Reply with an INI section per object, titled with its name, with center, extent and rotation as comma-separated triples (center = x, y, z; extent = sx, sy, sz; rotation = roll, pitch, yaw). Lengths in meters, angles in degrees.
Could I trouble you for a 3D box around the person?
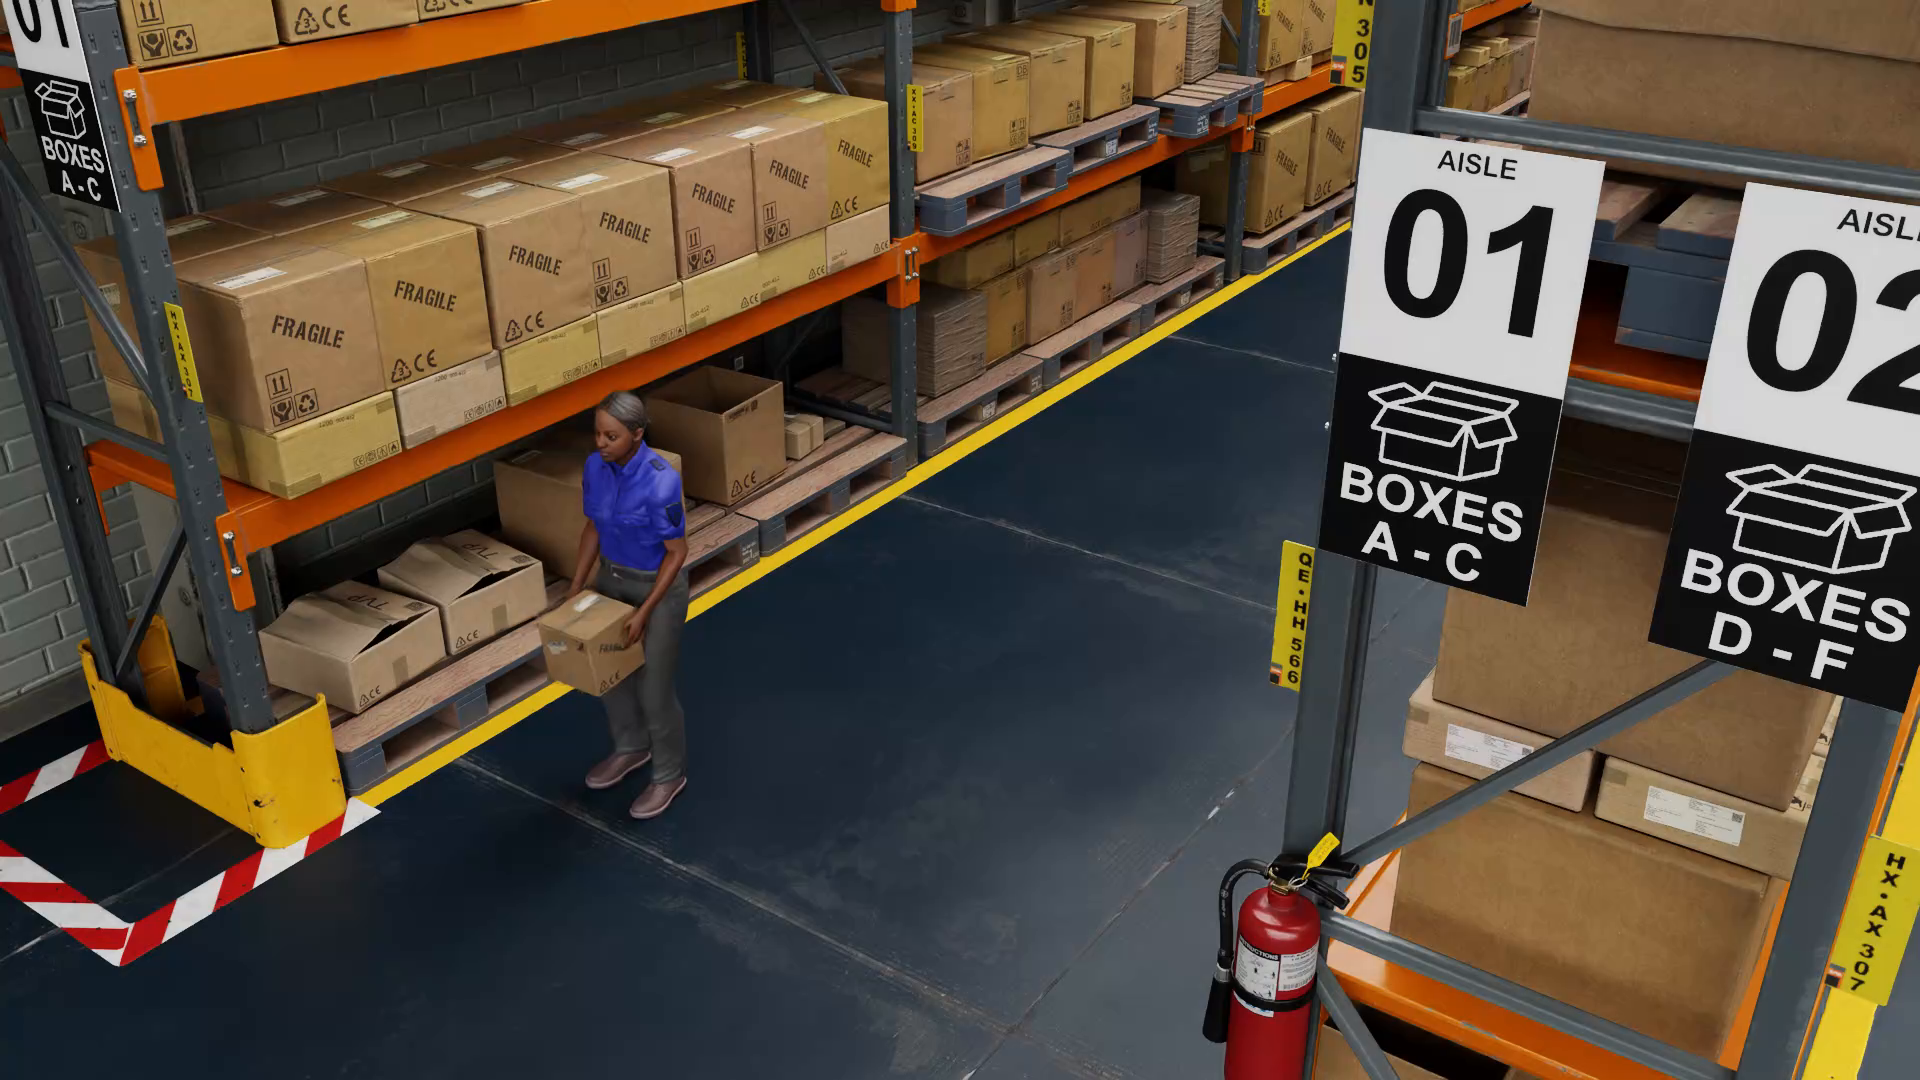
[person]
center = -1.221, 0.230, 6.165
extent = 0.481, 1.662, 0.397
rotation = 17, 32, 29
